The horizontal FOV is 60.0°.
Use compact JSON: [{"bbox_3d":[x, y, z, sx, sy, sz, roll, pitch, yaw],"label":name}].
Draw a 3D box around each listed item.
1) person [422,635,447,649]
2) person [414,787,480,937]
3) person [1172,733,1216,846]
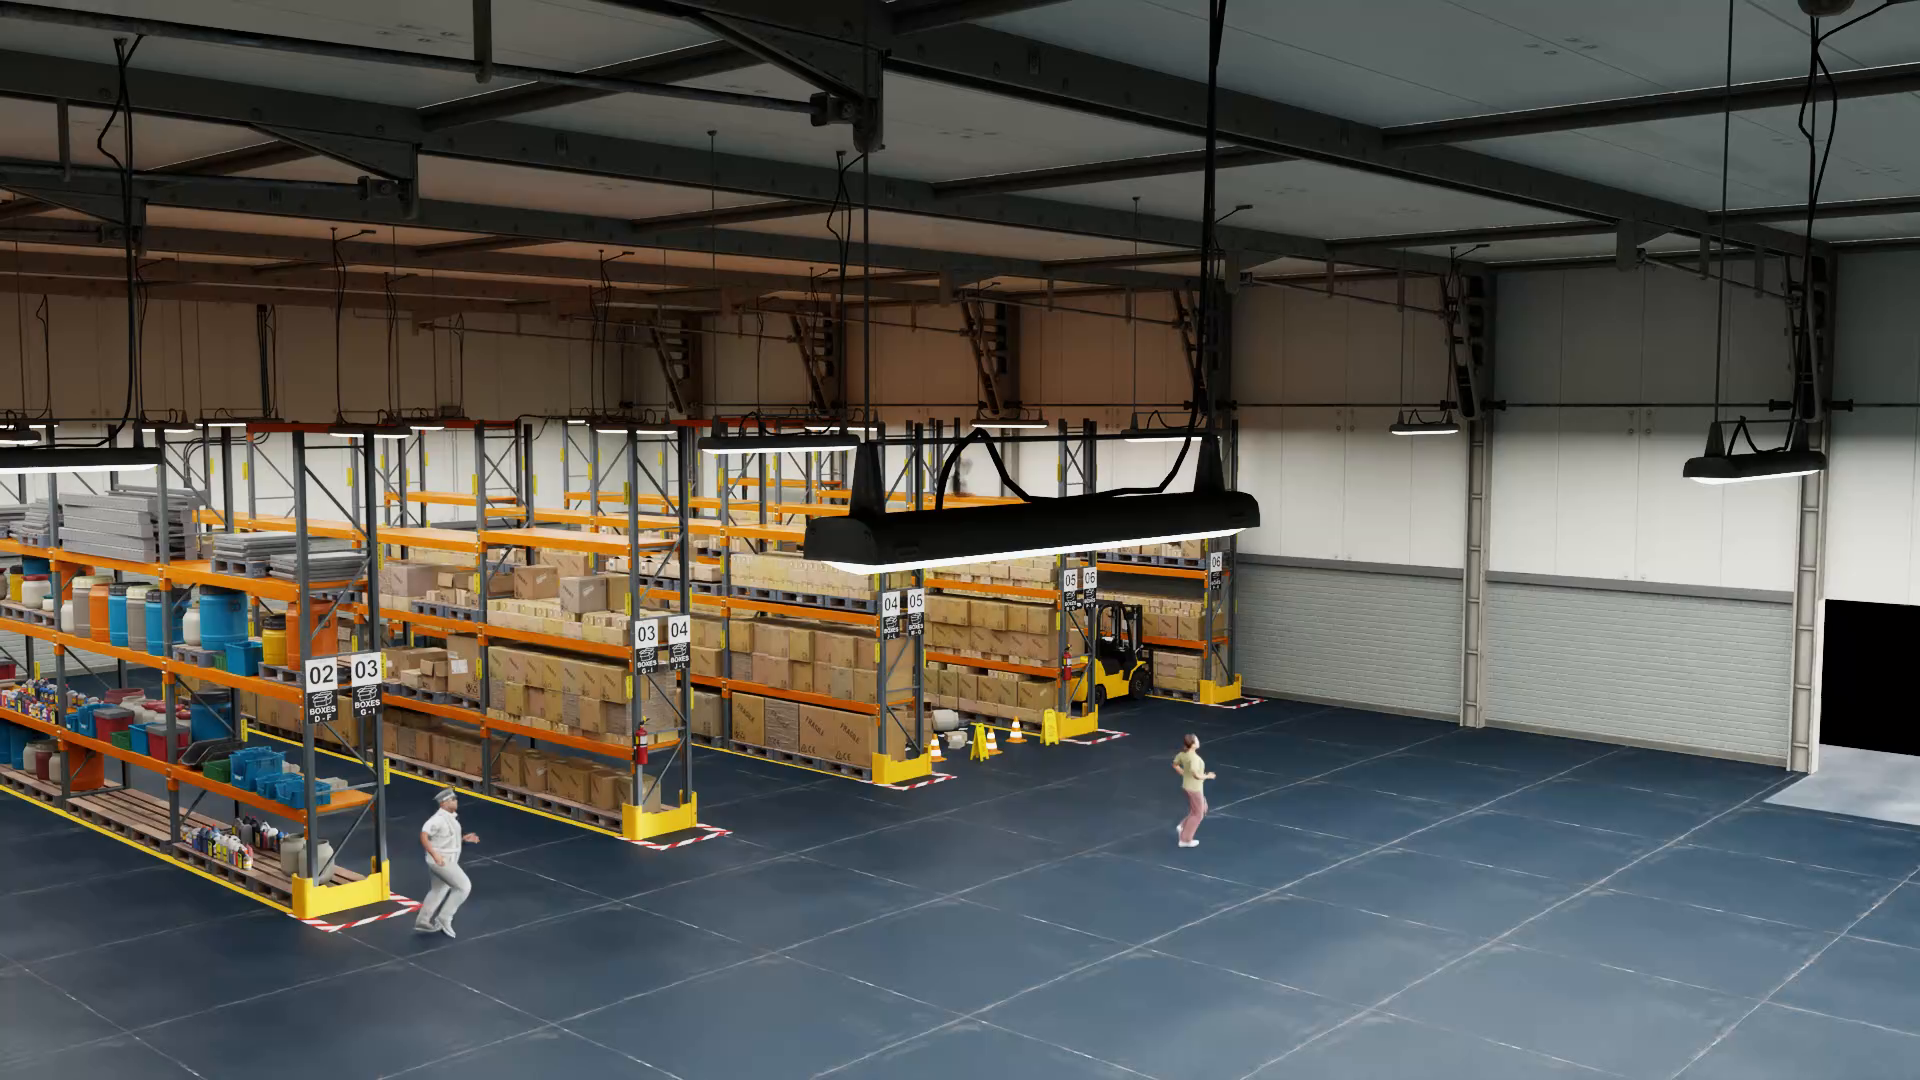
[{"bbox_3d":[-12.823,2.134,40.625,0.675,1.790,0.762,3,5,31],"label":"person"},{"bbox_3d":[-6.139,3.834,19.896,0.762,1.777,0.644,-1,5,-13],"label":"person"},{"bbox_3d":[3.371,3.562,23.780,0.526,1.627,0.570,-1,5,-15],"label":"person"}]
